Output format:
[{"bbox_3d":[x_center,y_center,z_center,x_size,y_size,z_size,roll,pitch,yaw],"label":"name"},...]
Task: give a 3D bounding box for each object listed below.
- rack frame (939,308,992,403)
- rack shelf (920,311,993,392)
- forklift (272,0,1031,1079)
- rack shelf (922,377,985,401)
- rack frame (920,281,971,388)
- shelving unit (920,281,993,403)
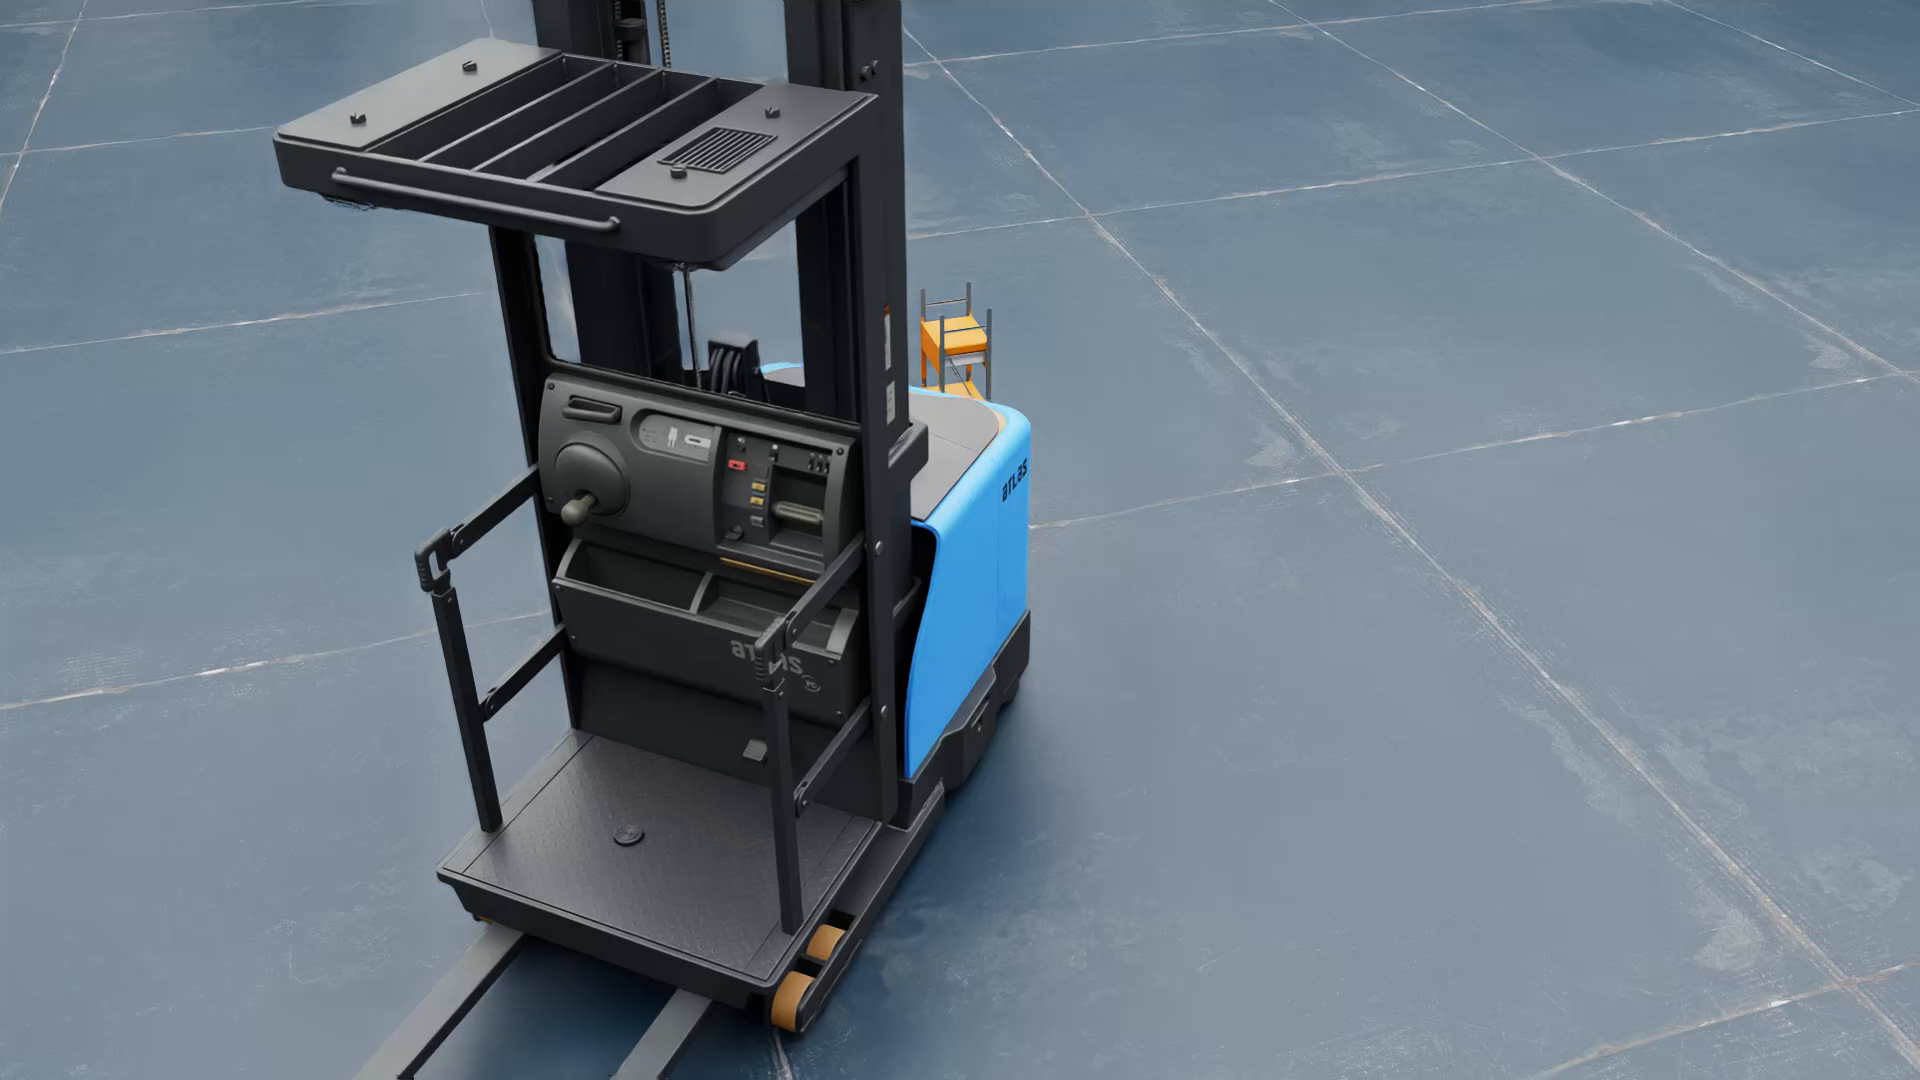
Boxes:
[{"bbox_3d":[0.021,-0.402,6.406,0.200,1.050,0.008,-10,35,-15],"label":"rack frame"},{"bbox_3d":[-0.016,-0.694,6.352,0.215,0.259,0.240,-10,35,-15],"label":"rack shelf"},{"bbox_3d":[-0.802,-0.115,4.265,1.130,2.935,3.031,13,36,19],"label":"forklift"},{"bbox_3d":[-0.016,-0.457,6.509,0.215,0.259,0.240,-10,35,-15],"label":"rack shelf"},{"bbox_3d":[-0.054,-0.530,6.600,0.200,1.050,0.008,-10,35,-15],"label":"rack frame"},{"bbox_3d":[-0.016,-0.466,6.503,0.215,1.050,0.252,-10,35,-15],"label":"shelving unit"}]
